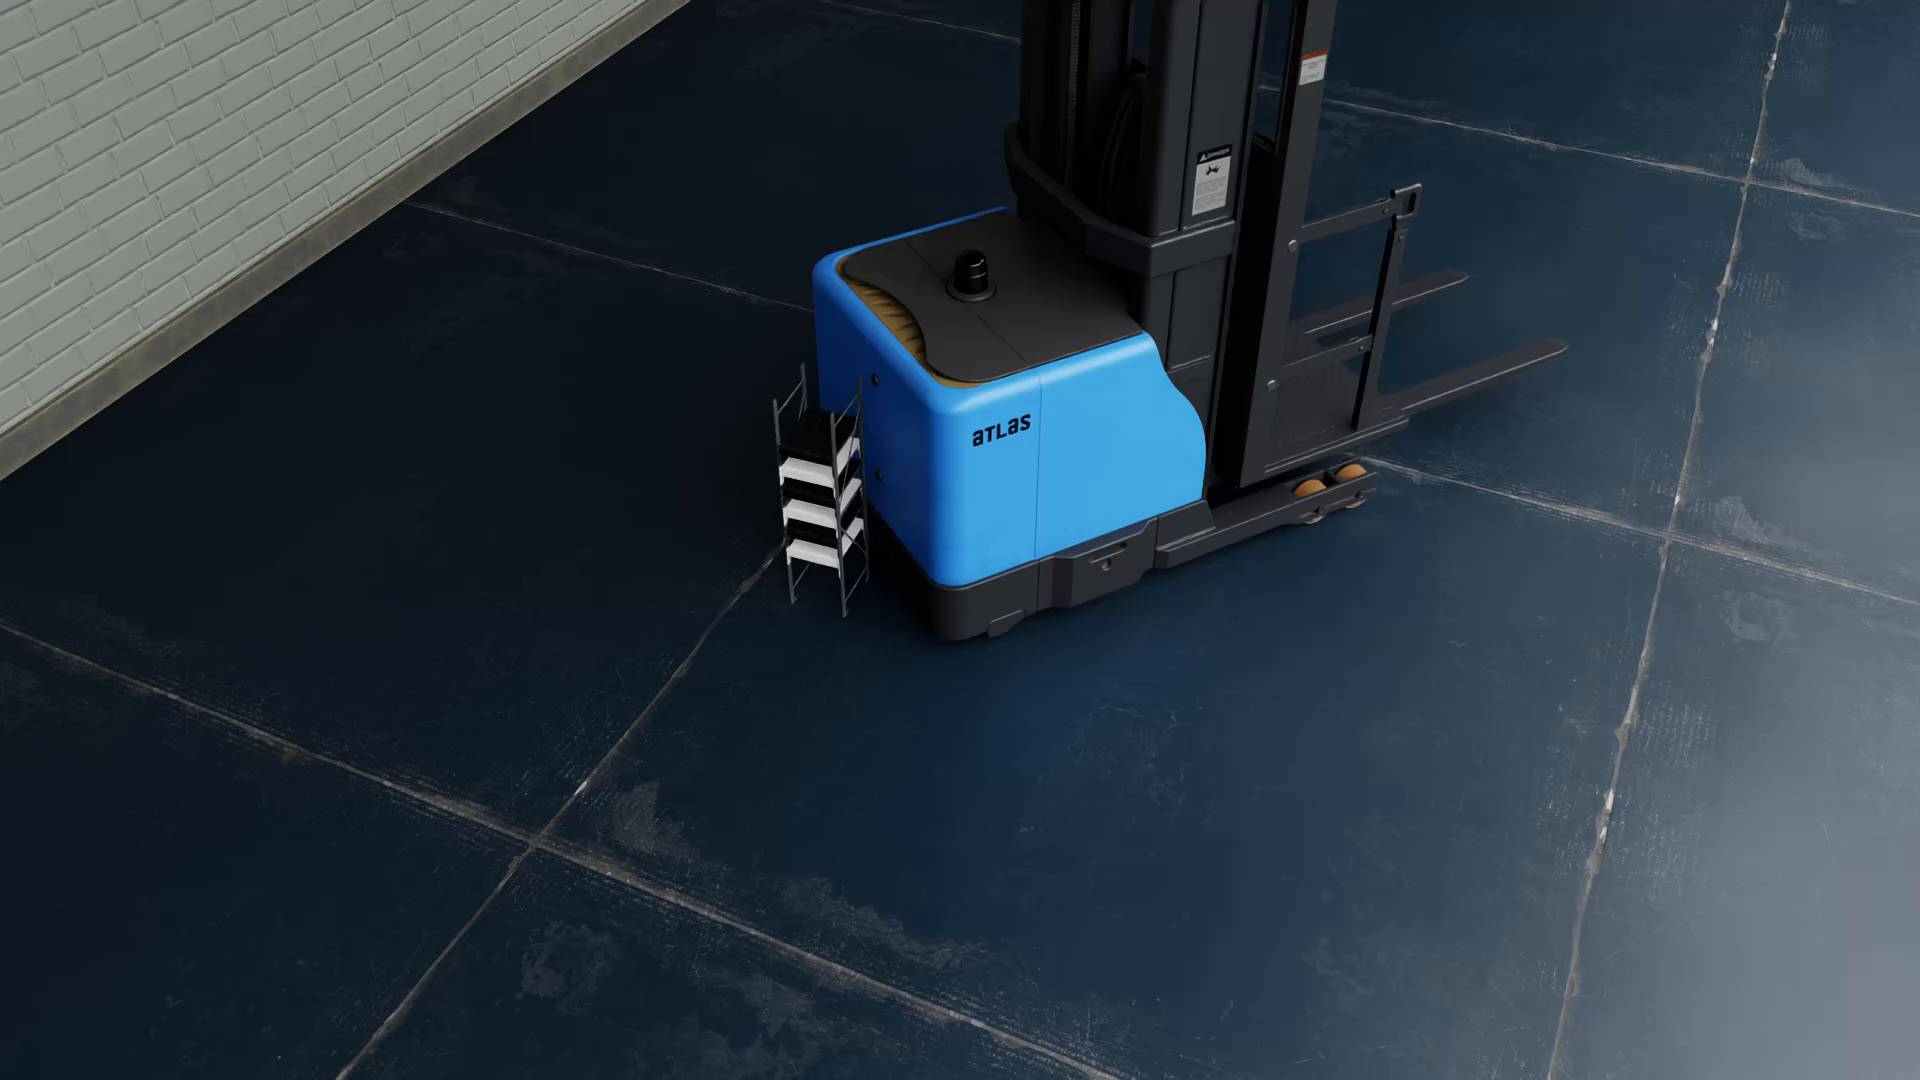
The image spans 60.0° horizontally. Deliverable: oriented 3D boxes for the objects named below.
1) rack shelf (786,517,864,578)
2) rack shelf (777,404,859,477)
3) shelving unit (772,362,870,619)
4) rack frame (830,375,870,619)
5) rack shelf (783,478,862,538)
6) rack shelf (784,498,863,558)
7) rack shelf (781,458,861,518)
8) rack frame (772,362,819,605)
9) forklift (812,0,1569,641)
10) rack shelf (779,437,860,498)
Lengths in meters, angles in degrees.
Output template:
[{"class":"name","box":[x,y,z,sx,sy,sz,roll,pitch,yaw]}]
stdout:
[{"class":"rack shelf","box":[-0.470,0.004,5.884,0.200,0.077,0.258,14,43,15]},{"class":"rack shelf","box":[-0.470,-0.336,5.589,0.200,0.077,0.258,14,43,15]},{"class":"shelving unit","box":[-0.470,-0.157,5.744,0.210,0.900,0.258,14,43,15]},{"class":"rack frame","box":[-0.374,-0.134,5.718,0.006,0.900,0.240,14,43,15]},{"class":"rack shelf","box":[-0.470,-0.132,5.766,0.200,0.077,0.258,14,43,15]},{"class":"rack shelf","box":[-0.470,-0.064,5.825,0.200,0.077,0.258,14,43,15]},{"class":"rack shelf","box":[-0.470,-0.200,5.707,0.200,0.077,0.258,14,43,15]},{"class":"rack frame","box":[-0.565,-0.180,5.771,0.006,0.900,0.240,14,43,15]},{"class":"forklift","box":[1.017,-1.456,5.692,3.031,2.935,1.130,-20,45,-21]},{"class":"rack shelf","box":[-0.470,-0.268,5.648,0.200,0.077,0.258,14,43,15]}]
